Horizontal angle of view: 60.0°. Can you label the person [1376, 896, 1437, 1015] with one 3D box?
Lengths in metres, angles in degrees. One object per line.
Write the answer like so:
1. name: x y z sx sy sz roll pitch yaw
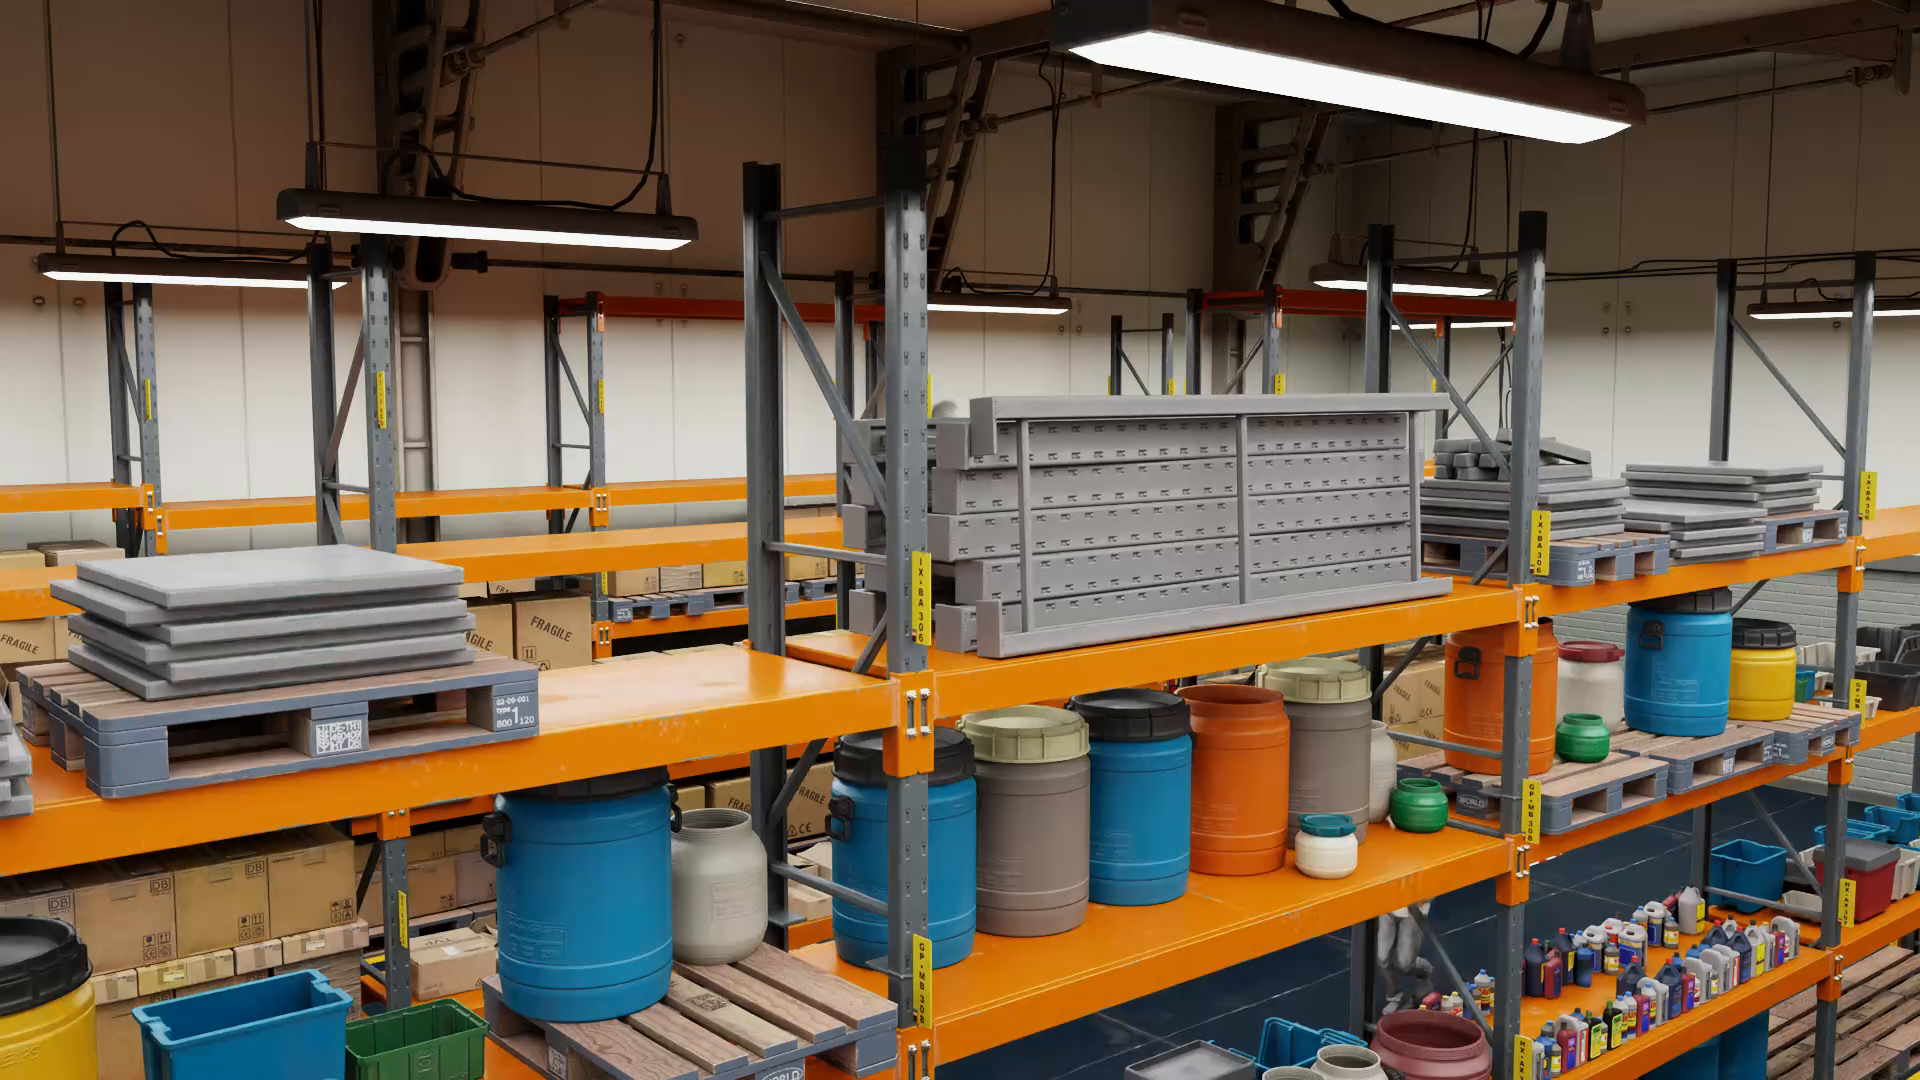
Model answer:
1. person: 3.607 3.004 13.560 0.657 1.721 0.609 5 7 40
